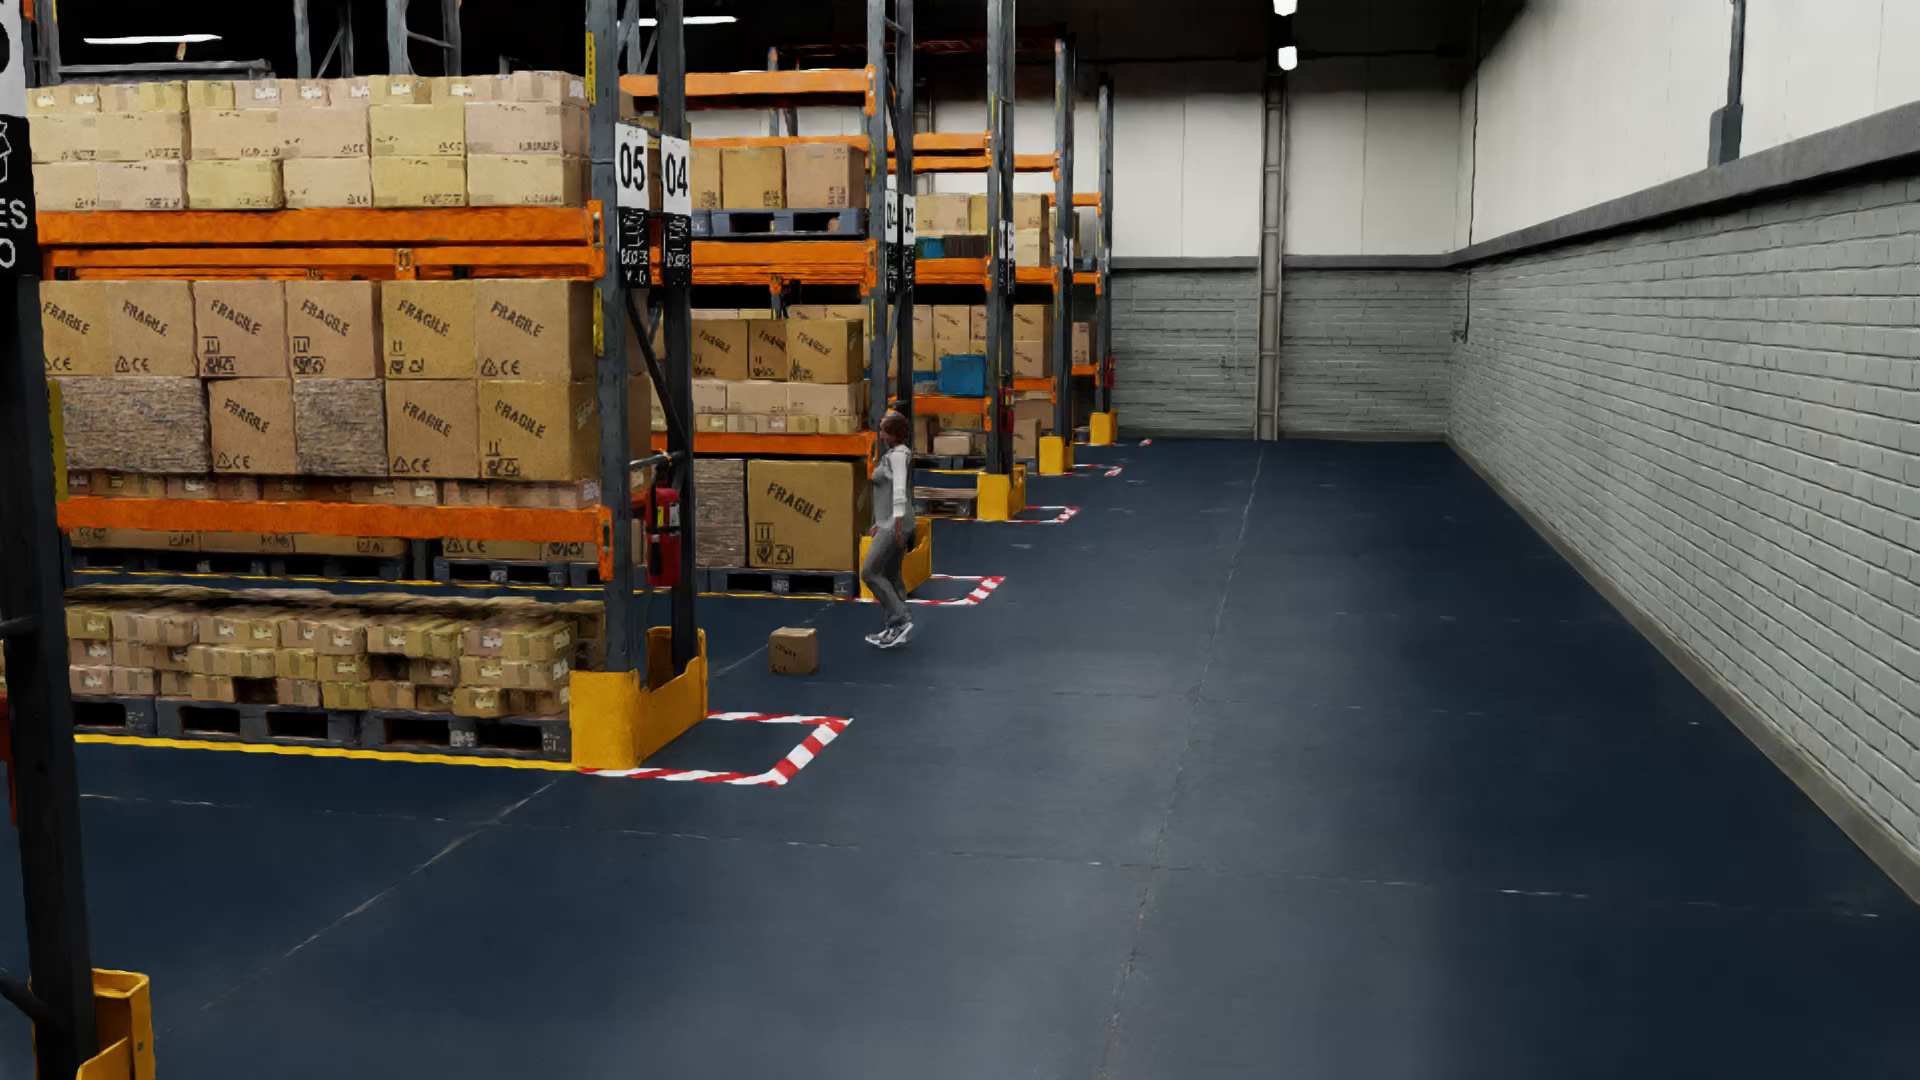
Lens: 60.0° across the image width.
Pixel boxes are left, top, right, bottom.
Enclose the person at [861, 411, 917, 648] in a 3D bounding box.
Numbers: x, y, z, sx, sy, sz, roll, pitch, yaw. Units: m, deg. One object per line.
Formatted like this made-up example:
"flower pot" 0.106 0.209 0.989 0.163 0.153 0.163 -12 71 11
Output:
"person" -0.476 -0.068 11.192 0.376 1.605 0.431 0 8 2
